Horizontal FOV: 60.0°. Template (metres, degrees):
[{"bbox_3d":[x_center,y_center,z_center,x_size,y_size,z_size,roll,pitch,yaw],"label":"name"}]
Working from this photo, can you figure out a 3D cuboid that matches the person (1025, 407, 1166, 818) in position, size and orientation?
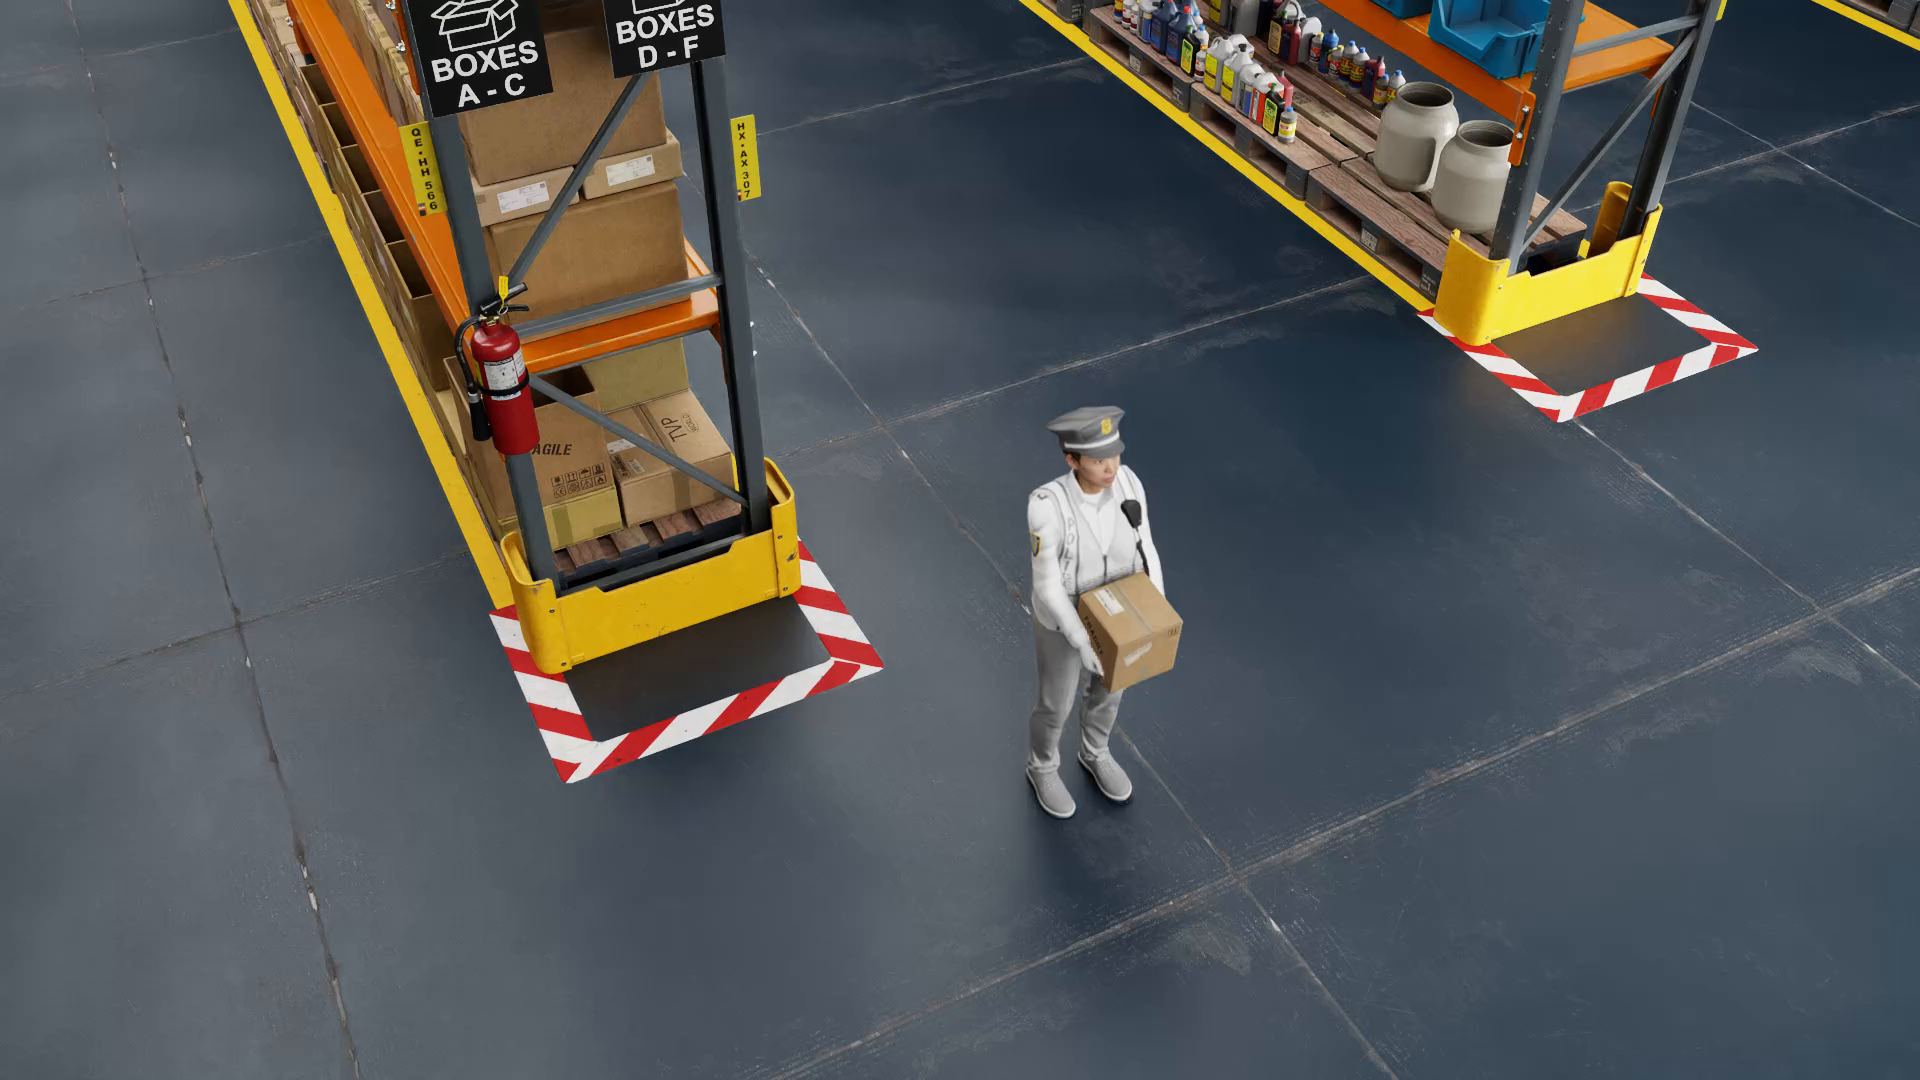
[{"bbox_3d":[0.474,0.289,5.806,0.467,1.695,0.554,-19,45,-20],"label":"person"}]
